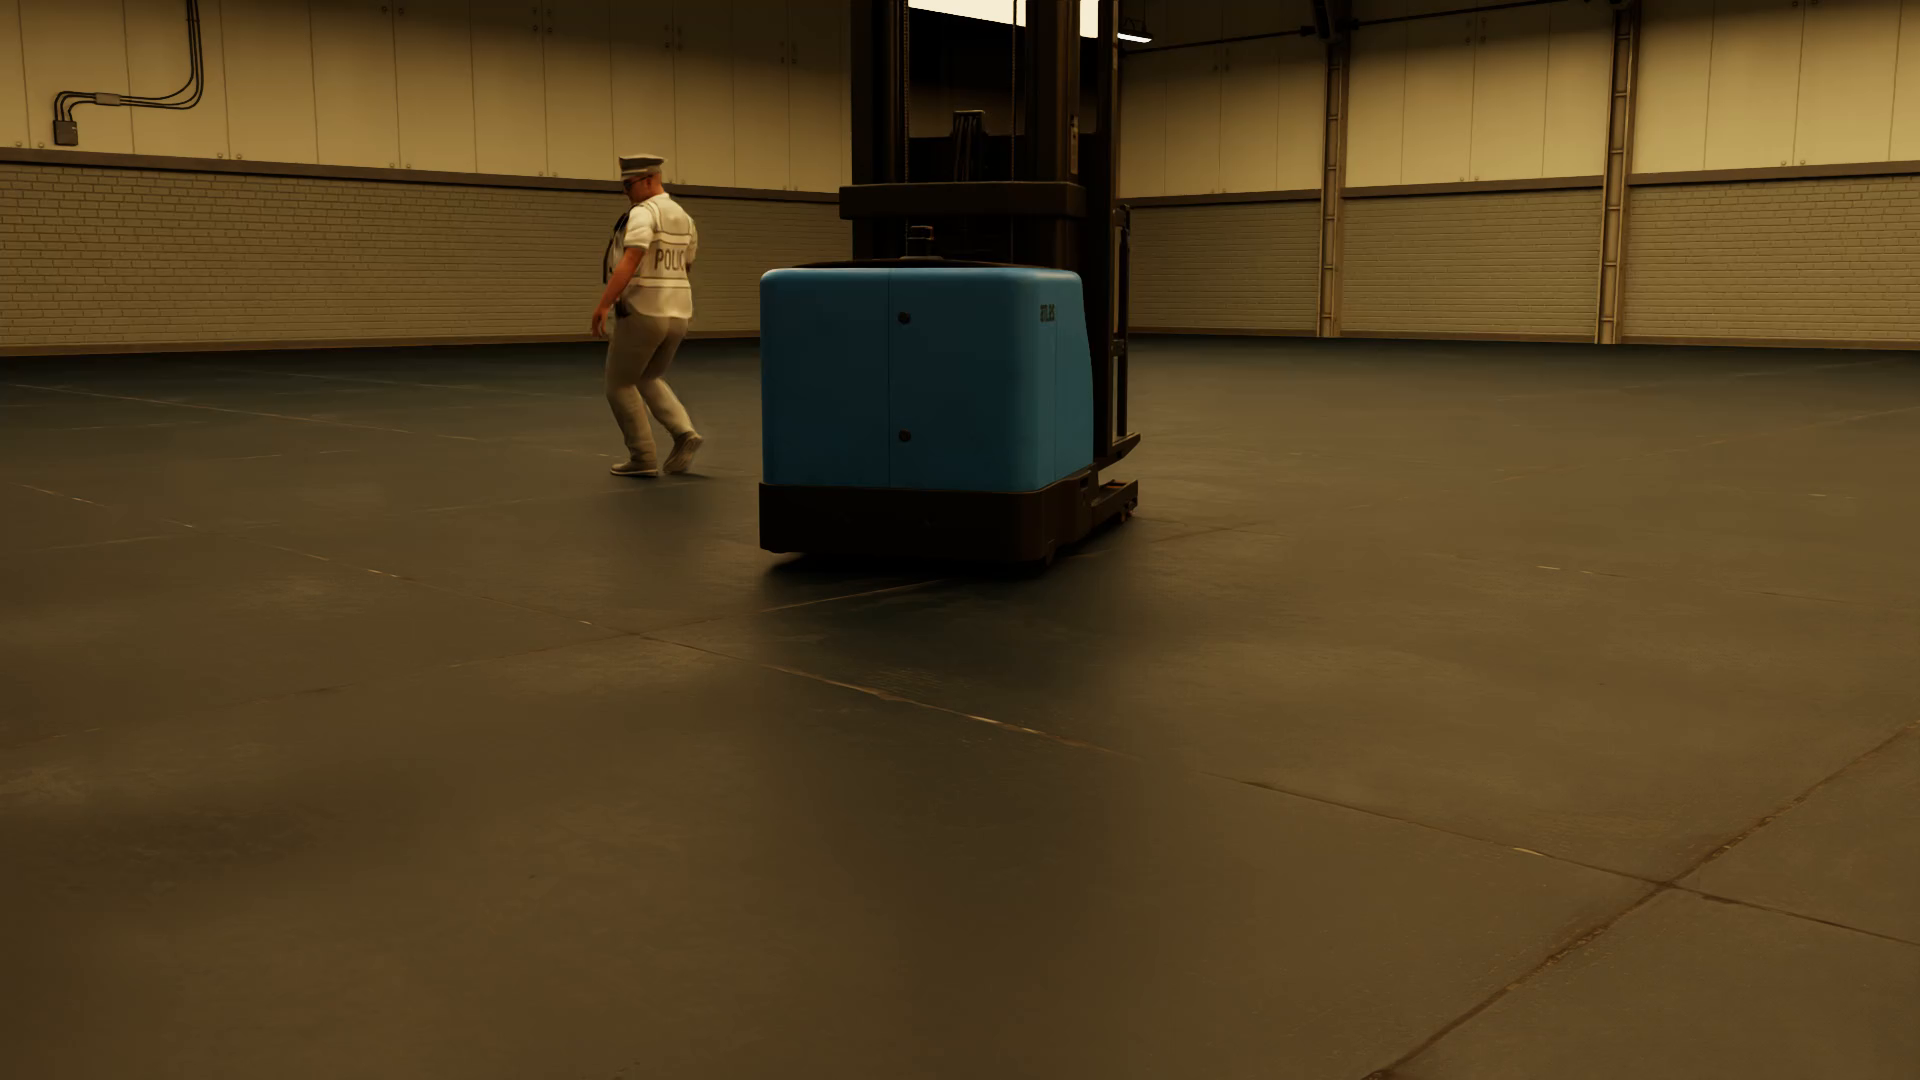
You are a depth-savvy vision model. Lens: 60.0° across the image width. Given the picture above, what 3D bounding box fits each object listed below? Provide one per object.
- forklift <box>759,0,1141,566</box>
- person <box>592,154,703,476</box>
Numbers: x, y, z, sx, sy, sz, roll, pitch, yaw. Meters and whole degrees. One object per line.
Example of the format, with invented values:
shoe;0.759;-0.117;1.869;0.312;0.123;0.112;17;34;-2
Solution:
forklift;0.169;-1.537;7.079;1.130;2.935;3.031;2;9;16
person;-1.718;-1.185;8.904;0.492;1.727;0.779;5;10;30
